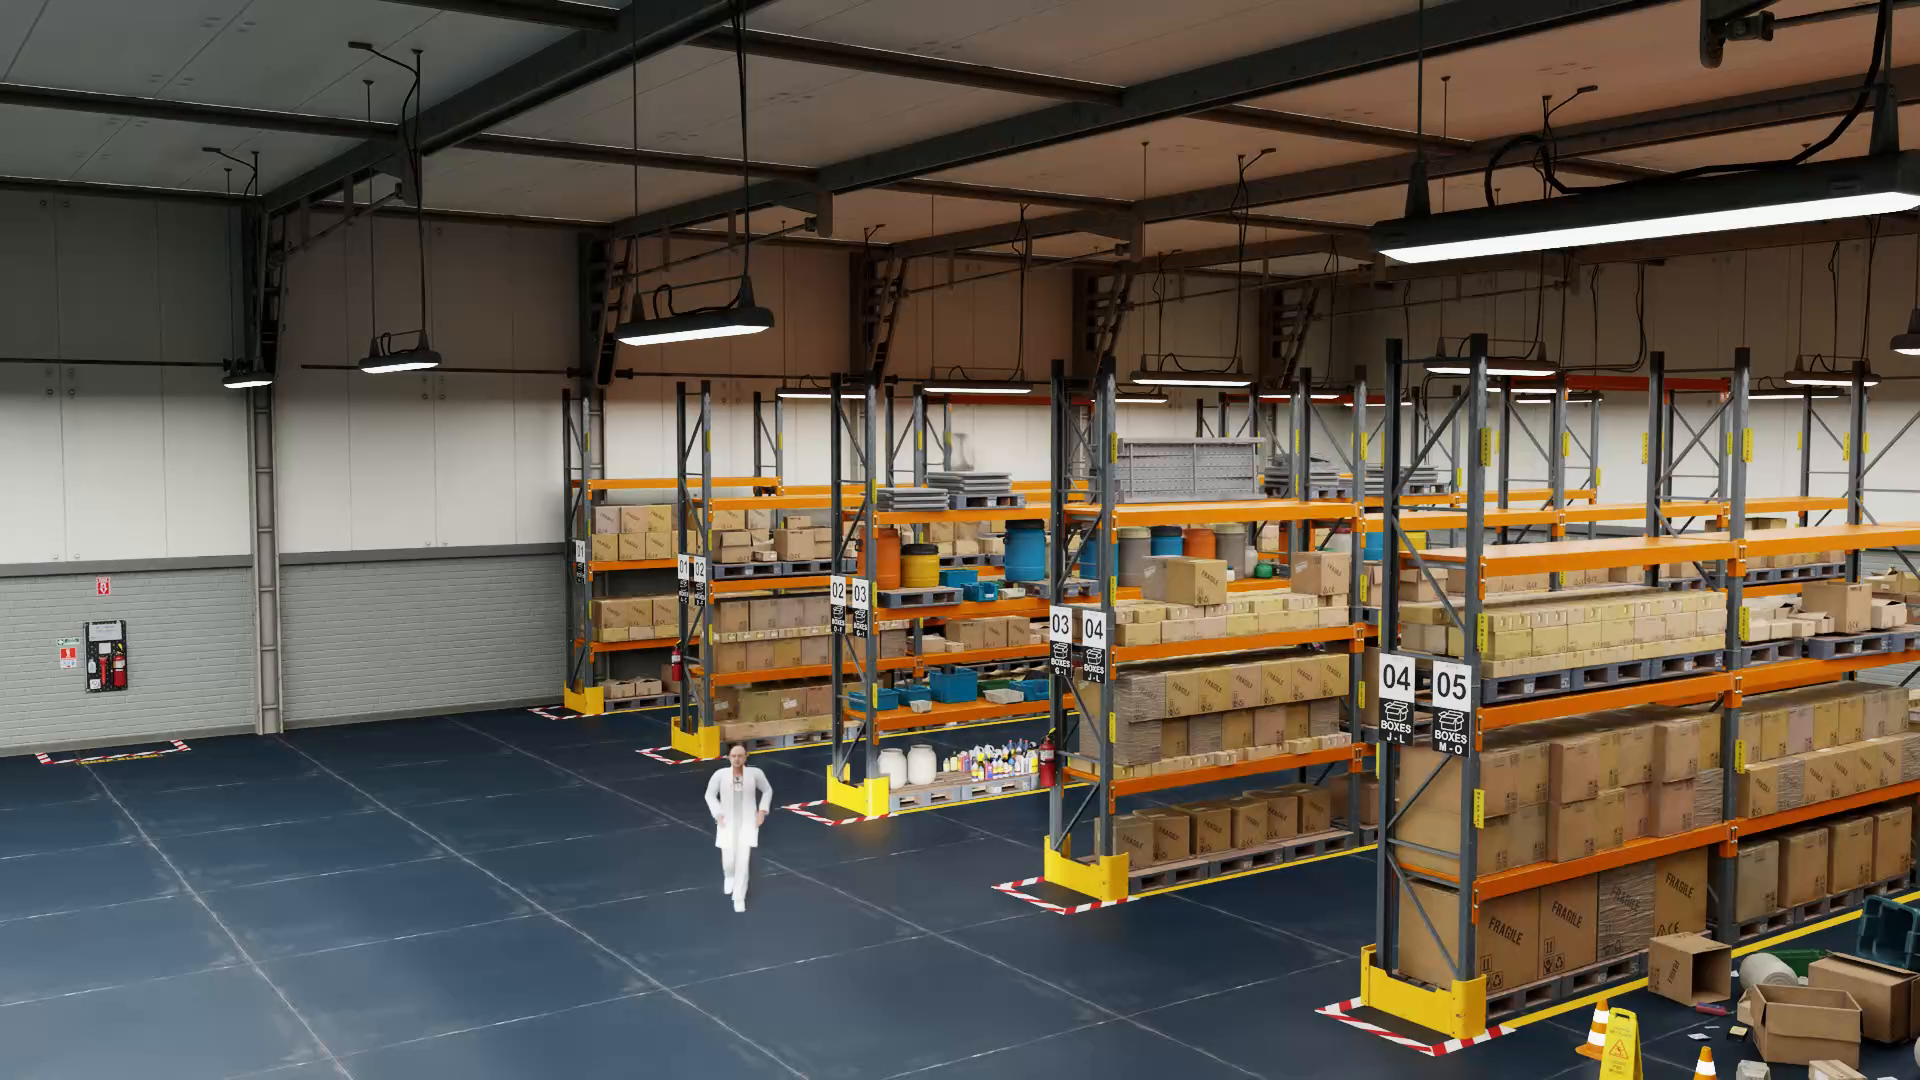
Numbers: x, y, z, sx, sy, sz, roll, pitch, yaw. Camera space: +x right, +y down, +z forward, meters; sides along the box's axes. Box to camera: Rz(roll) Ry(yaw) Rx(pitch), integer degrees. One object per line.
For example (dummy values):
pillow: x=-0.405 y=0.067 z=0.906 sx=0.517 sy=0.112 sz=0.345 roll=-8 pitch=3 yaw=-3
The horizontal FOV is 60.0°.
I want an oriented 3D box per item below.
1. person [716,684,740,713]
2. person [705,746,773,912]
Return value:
person: x=-4.203 y=2.486 z=29.089 sx=0.795 sy=1.605 sz=0.528 roll=-3 pitch=5 yaw=-41
person: x=-2.421 y=3.122 z=18.249 sx=0.738 sy=1.765 sz=0.770 roll=0 pitch=4 yaw=-6
